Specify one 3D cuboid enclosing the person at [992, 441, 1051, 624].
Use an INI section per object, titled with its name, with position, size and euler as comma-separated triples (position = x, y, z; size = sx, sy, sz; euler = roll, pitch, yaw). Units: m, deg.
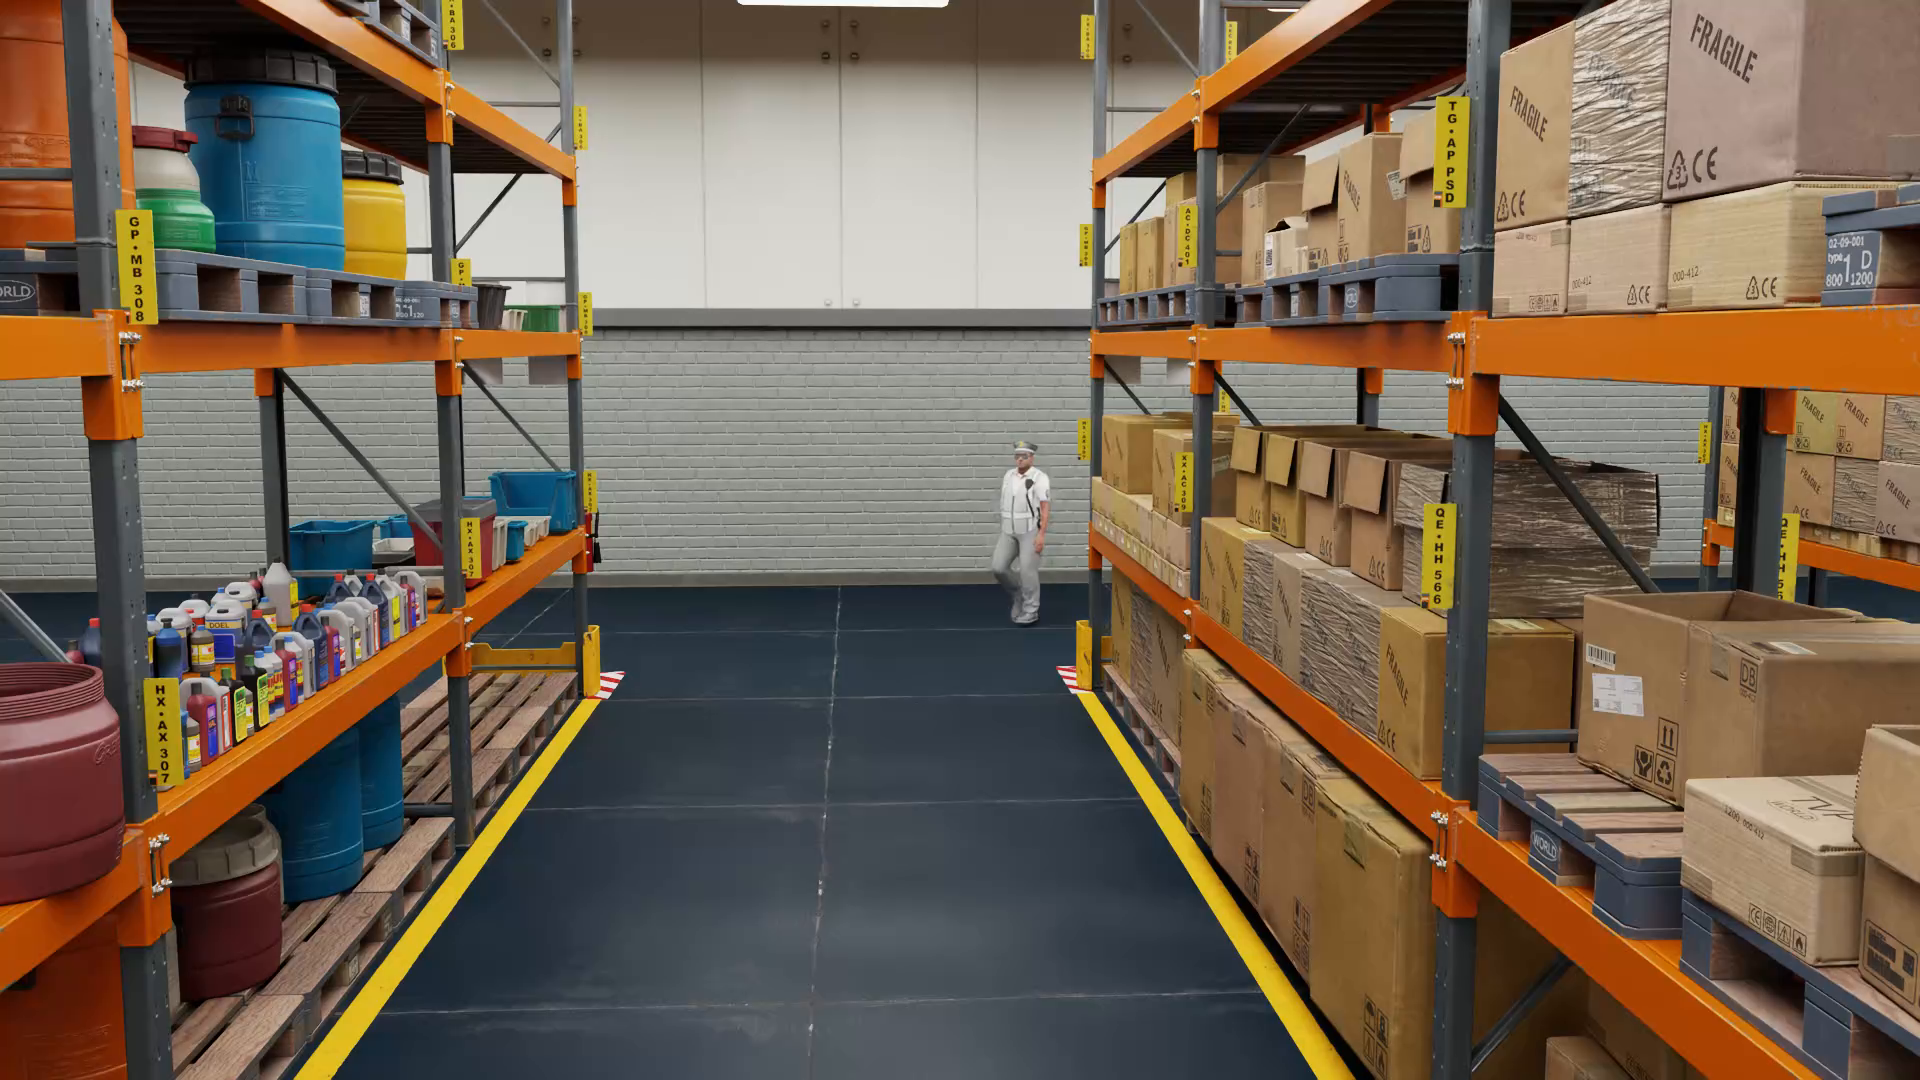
[person]
position = 0.603, -0.074, 16.076
size = 0.571, 1.782, 0.483
euler = 4, 8, 32
